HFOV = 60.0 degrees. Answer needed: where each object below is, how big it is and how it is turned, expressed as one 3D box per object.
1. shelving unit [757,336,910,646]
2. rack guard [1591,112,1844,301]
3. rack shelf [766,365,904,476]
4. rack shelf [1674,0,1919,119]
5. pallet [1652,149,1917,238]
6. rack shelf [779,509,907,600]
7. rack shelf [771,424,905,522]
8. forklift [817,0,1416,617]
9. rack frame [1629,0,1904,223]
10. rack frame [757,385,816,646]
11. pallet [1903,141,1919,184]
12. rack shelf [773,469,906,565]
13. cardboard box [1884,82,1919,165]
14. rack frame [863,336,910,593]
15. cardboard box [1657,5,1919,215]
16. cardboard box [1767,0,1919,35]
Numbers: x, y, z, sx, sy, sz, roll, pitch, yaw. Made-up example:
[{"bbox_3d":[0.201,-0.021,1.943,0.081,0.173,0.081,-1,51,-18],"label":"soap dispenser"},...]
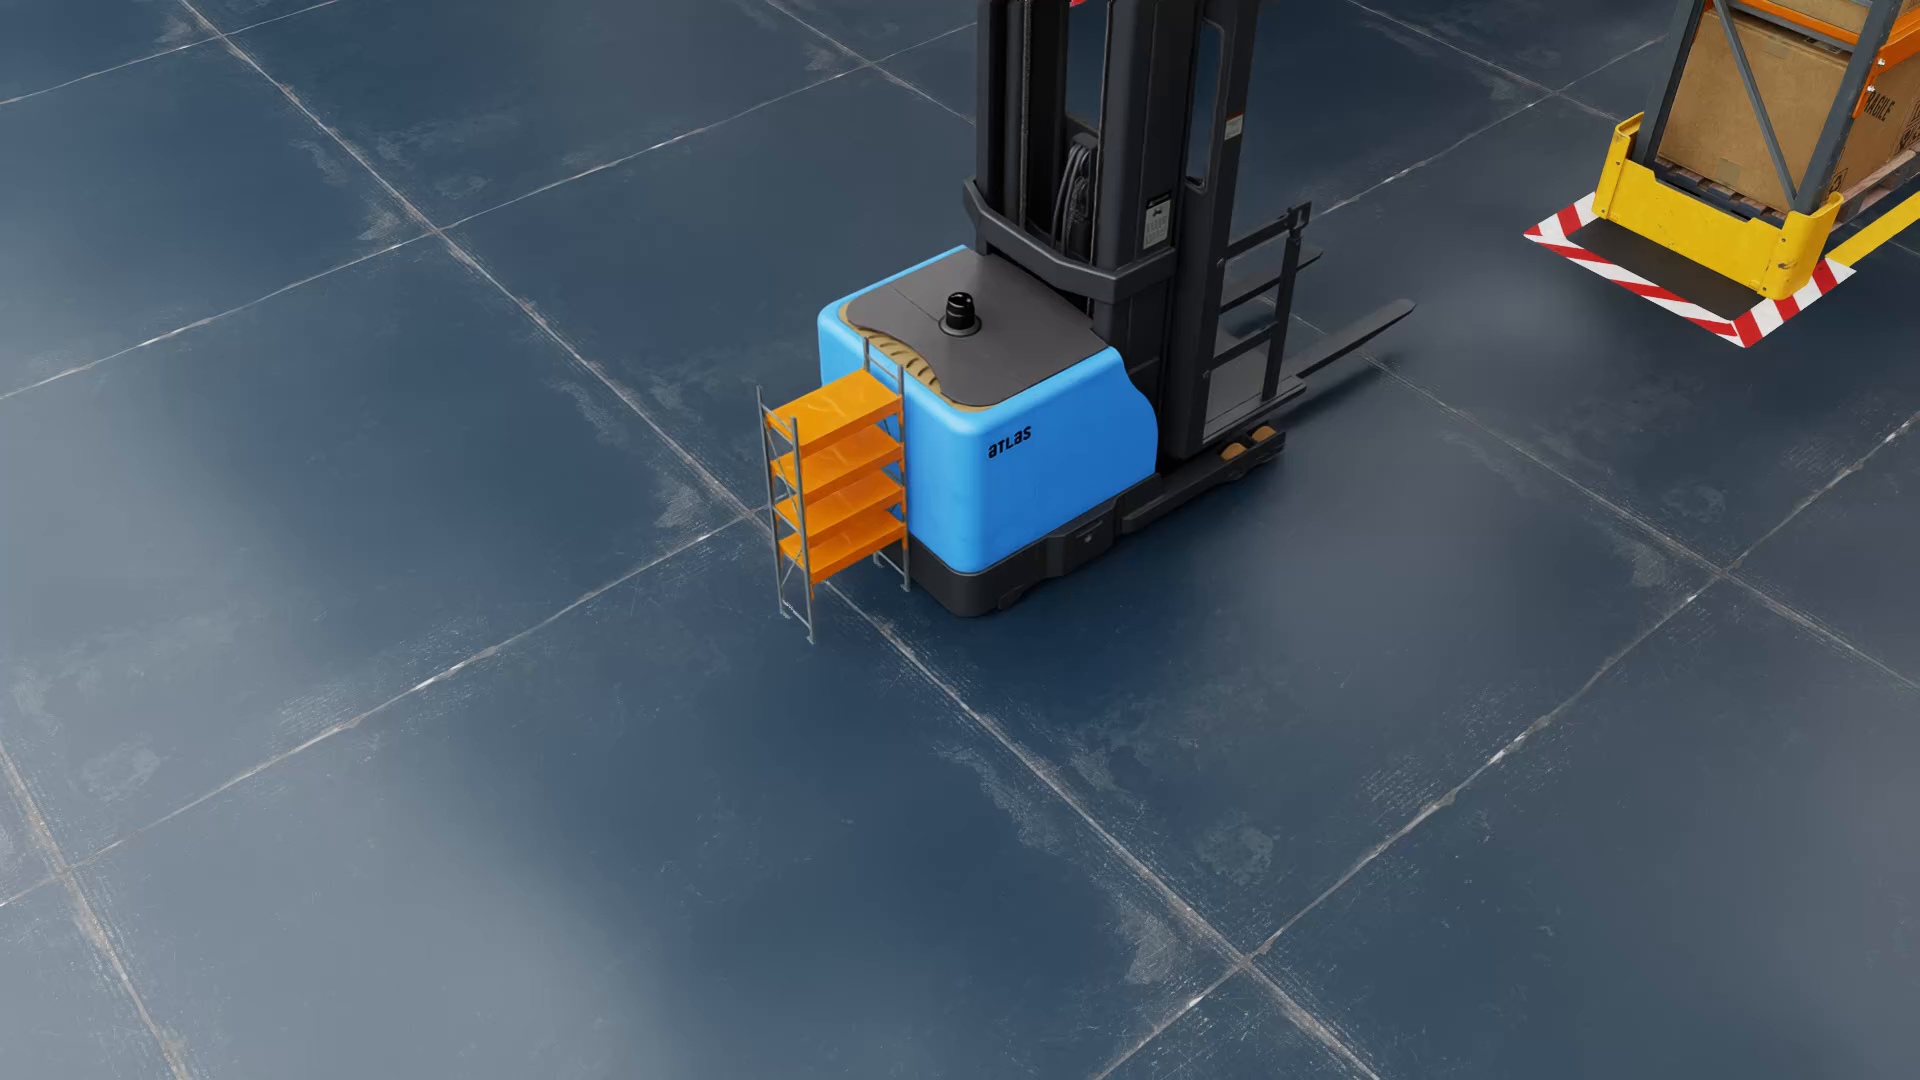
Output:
[{"bbox_3d":[-0.483,-0.175,6.613,0.503,1.200,0.258,-29,50,-27],"label":"shelving unit"},{"bbox_3d":[3.996,-1.789,8.843,0.348,0.500,1.175,-30,51,-28],"label":"rack guard"},{"bbox_3d":[-0.483,-0.461,6.344,0.480,0.148,0.258,-29,50,-27],"label":"rack shelf"},{"bbox_3d":[5.548,-3.326,9.180,4.000,0.370,1.077,-30,51,-28],"label":"rack shelf"},{"bbox_3d":[4.577,-2.086,9.371,1.213,0.211,1.003,-30,51,-28],"label":"pallet"},{"bbox_3d":[-0.483,0.019,6.795,0.480,0.148,0.258,-29,50,-27],"label":"rack shelf"},{"bbox_3d":[-0.483,-0.289,6.506,0.480,0.148,0.258,-29,50,-27],"label":"rack shelf"},{"bbox_3d":[0.870,-1.599,6.865,3.031,2.935,1.130,-29,50,-27],"label":"forklift"},{"bbox_3d":[4.014,-2.710,7.998,0.127,3.000,1.000,-30,51,-28],"label":"rack frame"},{"bbox_3d":[-0.672,-0.070,6.501,0.015,1.200,0.240,-29,50,-27],"label":"rack frame"},{"bbox_3d":[5.513,-2.619,9.938,1.213,0.211,1.003,-30,51,-28],"label":"pallet"},{"bbox_3d":[-0.483,-0.126,6.659,0.480,0.148,0.258,-29,50,-27],"label":"rack shelf"},{"bbox_3d":[5.166,-2.809,9.349,0.875,0.875,0.875,-31,51,-28],"label":"cardboard box"},{"bbox_3d":[-0.293,-0.280,6.725,0.015,1.200,0.240,-29,50,-27],"label":"rack frame"},{"bbox_3d":[4.492,-2.421,8.936,0.875,0.875,0.875,-29,51,-28],"label":"cardboard box"},{"bbox_3d":[4.270,-2.952,8.146,0.550,0.550,0.875,-30,51,-28],"label":"cardboard box"}]
